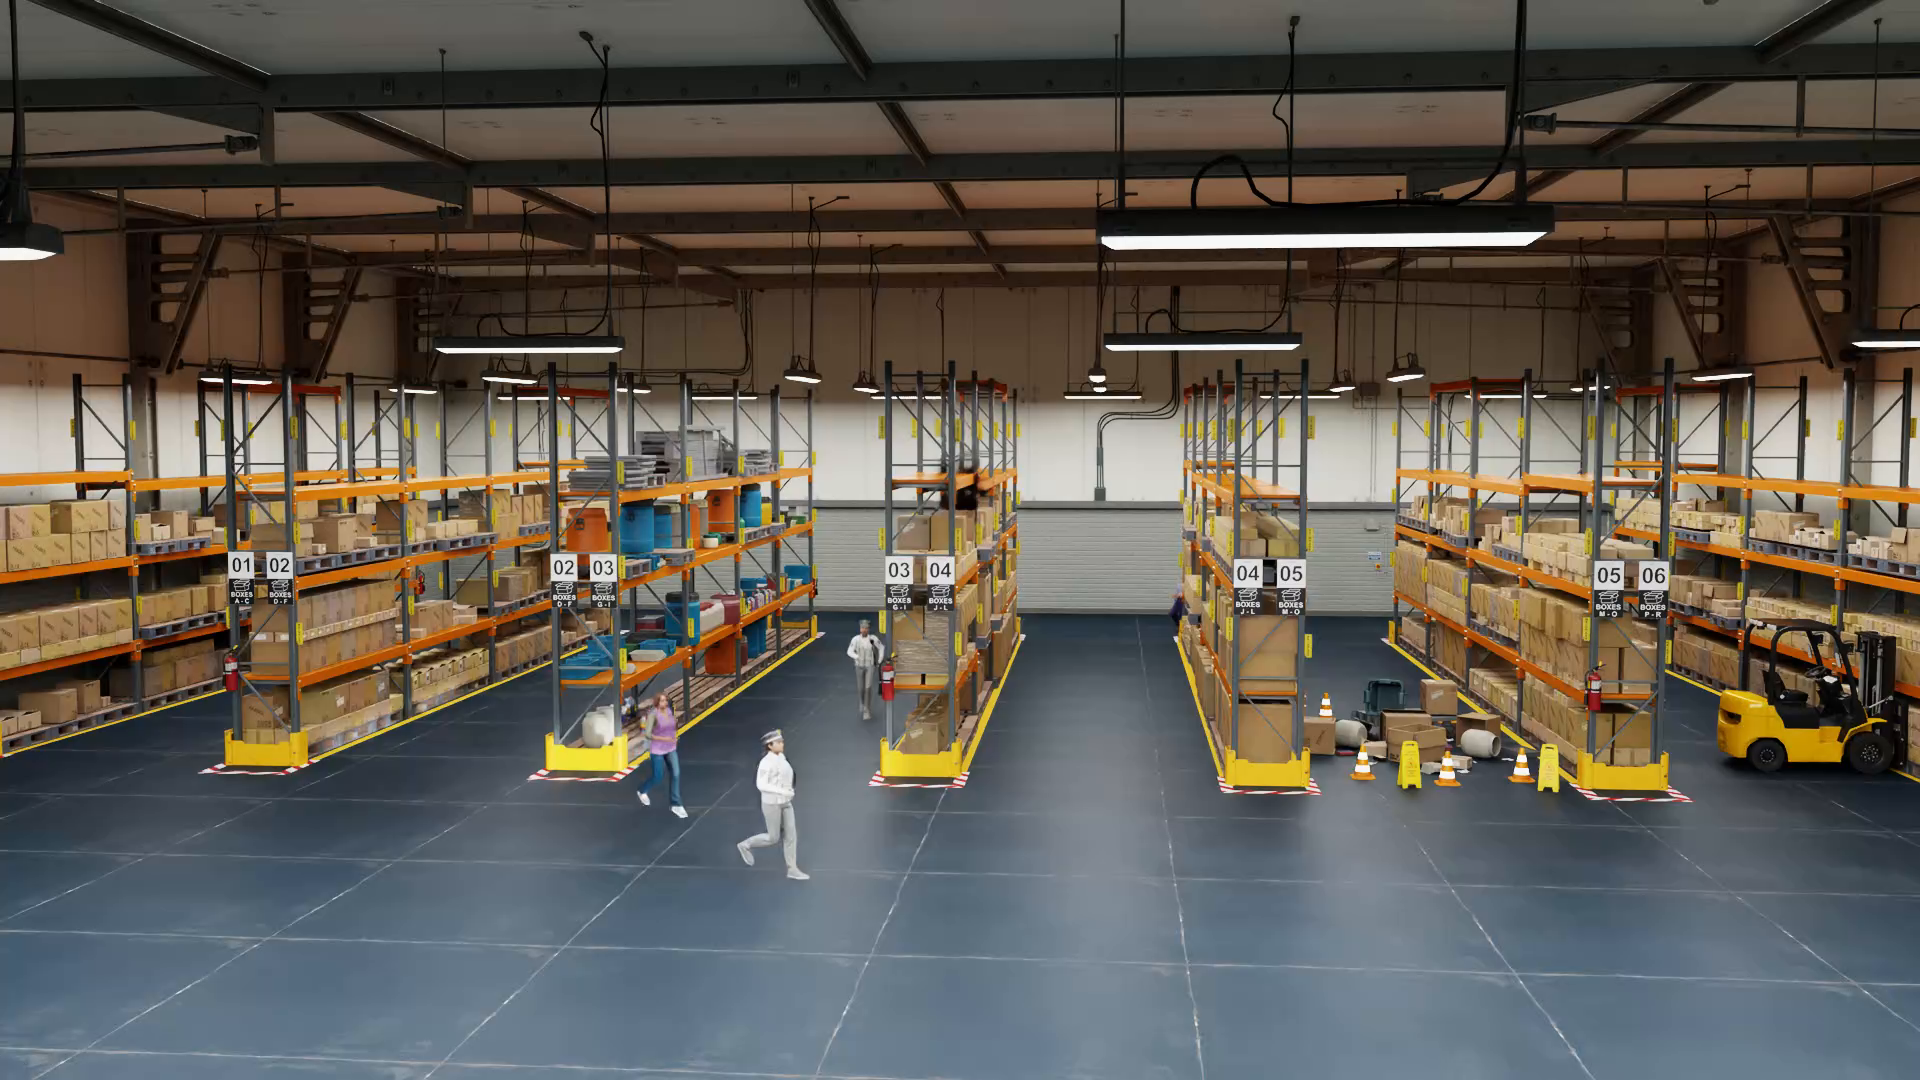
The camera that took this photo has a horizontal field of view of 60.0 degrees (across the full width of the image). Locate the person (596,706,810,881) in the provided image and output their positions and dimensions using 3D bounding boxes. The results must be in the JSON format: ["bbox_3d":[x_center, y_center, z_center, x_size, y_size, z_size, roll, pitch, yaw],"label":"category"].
[{"bbox_3d":[-3.694,2.840,22.093,6.858,1.412,5.646,2,4,25],"label":"person"}]

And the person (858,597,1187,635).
[{"bbox_3d":[1.933,1.872,34.919,10.042,1.729,10.089,-1,4,-14],"label":"person"}]

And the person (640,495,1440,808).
[{"bbox_3d":[2.091,1.176,30.398,4.617,3.453,21.685,3,5,40],"label":"person"}]

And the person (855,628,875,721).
[{"bbox_3d":[-1.660,2.274,29.096,0.346,1.658,0.818,0,4,2],"label":"person"}]
